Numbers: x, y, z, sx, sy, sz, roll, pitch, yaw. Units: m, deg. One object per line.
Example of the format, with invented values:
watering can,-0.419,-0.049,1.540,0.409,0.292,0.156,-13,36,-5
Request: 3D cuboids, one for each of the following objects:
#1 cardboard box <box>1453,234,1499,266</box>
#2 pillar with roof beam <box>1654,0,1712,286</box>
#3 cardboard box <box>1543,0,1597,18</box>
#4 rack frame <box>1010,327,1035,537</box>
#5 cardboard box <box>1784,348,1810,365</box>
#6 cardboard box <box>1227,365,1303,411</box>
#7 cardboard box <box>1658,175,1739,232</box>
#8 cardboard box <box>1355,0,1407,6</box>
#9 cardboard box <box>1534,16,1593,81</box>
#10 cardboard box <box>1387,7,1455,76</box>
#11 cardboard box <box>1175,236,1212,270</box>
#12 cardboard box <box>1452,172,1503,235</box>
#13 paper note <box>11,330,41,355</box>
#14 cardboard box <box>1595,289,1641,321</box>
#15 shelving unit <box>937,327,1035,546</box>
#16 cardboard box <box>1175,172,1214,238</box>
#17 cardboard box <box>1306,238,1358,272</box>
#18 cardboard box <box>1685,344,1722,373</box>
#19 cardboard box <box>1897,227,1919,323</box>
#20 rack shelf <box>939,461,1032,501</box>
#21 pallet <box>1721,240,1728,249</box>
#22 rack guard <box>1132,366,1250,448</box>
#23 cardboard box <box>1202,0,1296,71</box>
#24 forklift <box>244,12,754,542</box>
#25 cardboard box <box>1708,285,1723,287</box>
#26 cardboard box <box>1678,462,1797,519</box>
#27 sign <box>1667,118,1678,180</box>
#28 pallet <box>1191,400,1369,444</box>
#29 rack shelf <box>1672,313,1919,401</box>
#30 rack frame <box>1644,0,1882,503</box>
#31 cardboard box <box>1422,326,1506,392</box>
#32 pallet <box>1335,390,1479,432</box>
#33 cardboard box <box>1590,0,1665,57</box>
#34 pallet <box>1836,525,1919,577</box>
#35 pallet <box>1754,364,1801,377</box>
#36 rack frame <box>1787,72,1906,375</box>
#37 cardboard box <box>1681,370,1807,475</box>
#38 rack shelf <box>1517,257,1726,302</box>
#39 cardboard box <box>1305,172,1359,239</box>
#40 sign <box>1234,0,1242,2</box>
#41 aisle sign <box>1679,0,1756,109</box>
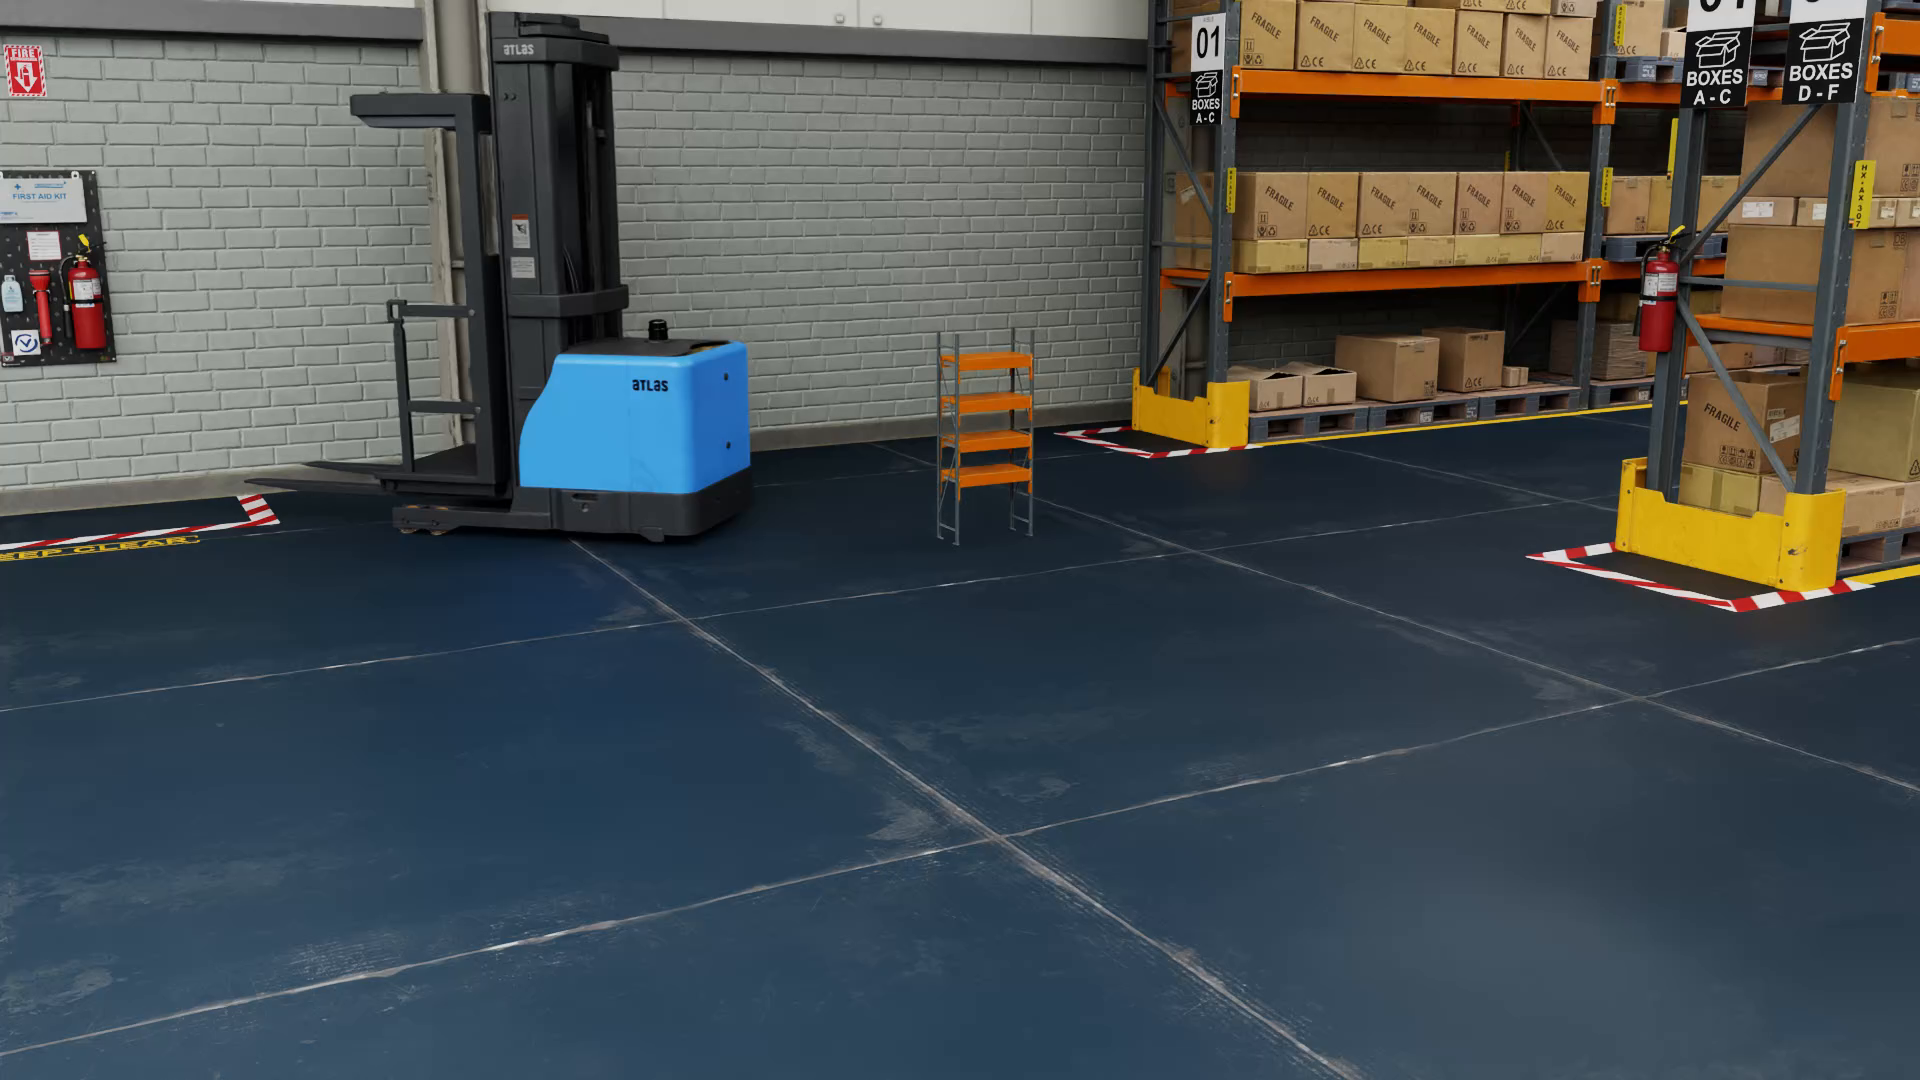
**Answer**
cardboard box,4.118,-2.424,13.844,0.500,0.250,0.500,-7,14,-28
pillar with roof beam,9.282,-5.250,12.443,0.400,9.000,9.100,-7,14,-28
cardboard box,4.954,-4.607,13.866,0.500,0.500,0.500,-8,15,-33
rack frame,0.359,-0.628,9.669,0.015,1.200,0.240,-7,14,-28
cardboard box,8.168,-2.032,16.500,0.500,0.500,0.700,-7,14,-27
cardboard box,2.403,-1.240,13.408,0.500,0.311,0.500,-9,15,-34
cardboard box,6.784,-3.145,15.524,0.500,0.500,0.700,-5,14,-20
cardboard box,3.116,-4.384,12.875,0.500,0.500,0.500,-6,14,-26
cardboard box,4.937,-4.123,13.993,0.500,0.500,0.500,-6,14,-26
cardboard box,3.569,-3.956,13.250,0.500,0.500,0.500,-6,14,-24
cardboard box,2.070,-2.305,13.314,0.500,0.250,0.500,-7,14,-27
cardboard box,4.115,-2.791,13.767,0.500,0.500,0.500,-7,15,-29
paper note,-5.689,-1.203,10.129,0.142,0.148,0.016,-7,14,-28
cardboard box,6.287,-2.191,15.496,0.500,0.250,0.500,-7,15,-29
shelving unit,0.145,-0.603,9.555,0.503,1.200,0.258,-7,14,-28
cardboard box,2.065,-2.674,13.249,0.500,0.500,0.500,-7,14,-28
cardboard box,2.782,-2.266,13.140,0.500,0.250,0.500,-7,15,-30
cardboard box,6.799,-1.888,15.858,0.500,0.500,0.700,-7,14,-27
cardboard box,5.004,-1.479,9.121,0.500,0.500,0.700,-6,14,-26
rack shelf,0.145,-0.343,9.613,0.480,0.148,0.258,-7,14,-28
pallet,8.200,-2.934,16.251,1.003,0.211,1.213,-7,14,-28
rack guard,1.820,-1.070,13.225,0.348,0.500,1.175,-7,14,-28
cardboard box,2.166,-3.790,12.515,0.500,0.500,0.500,-6,14,-26
forklift,-2.847,-1.566,9.893,3.031,2.935,1.130,3,13,13
cardboard box,7.637,-2.350,16.204,0.500,0.250,0.500,-7,14,-27
cardboard box,4.459,-0.304,9.434,0.500,0.250,0.500,-7,14,-28
sign,3.882,-2.114,8.993,0.005,0.325,0.100,-7,14,-28
pallet,2.550,-1.008,13.606,1.213,0.211,1.003,-7,14,-28
rack shelf,5.885,-1.187,9.689,4.000,0.370,1.077,-7,14,-28
rack frame,4.130,-1.327,8.675,0.127,3.000,1.000,-7,14,-28
cardboard box,4.372,-1.581,14.492,0.500,0.500,0.500,-8,15,-32
pallet,3.619,-1.135,14.173,1.213,0.211,1.003,-7,14,-28
cardboard box,5.782,-4.461,14.585,0.500,0.500,0.500,-5,13,-20
pallet,4.781,-0.055,9.374,1.213,0.211,1.003,-7,14,-28
pallet,8.088,-1.681,16.597,1.213,0.211,1.003,-7,14,-28
rack frame,8.775,-3.123,16.655,0.127,3.000,1.000,-7,14,-28
cardboard box,4.458,-0.670,9.354,0.500,0.500,0.500,-7,14,-28
rack shelf,7.019,-2.562,15.799,4.000,0.370,1.077,-7,14,-28
cardboard box,2.755,-2.626,13.035,0.500,0.500,0.500,-7,14,-28
sign,2.013,-4.067,12.025,0.005,0.325,0.100,-7,14,-28
aisle sign,3.931,-2.645,8.610,0.004,0.787,0.394,-7,14,-28
